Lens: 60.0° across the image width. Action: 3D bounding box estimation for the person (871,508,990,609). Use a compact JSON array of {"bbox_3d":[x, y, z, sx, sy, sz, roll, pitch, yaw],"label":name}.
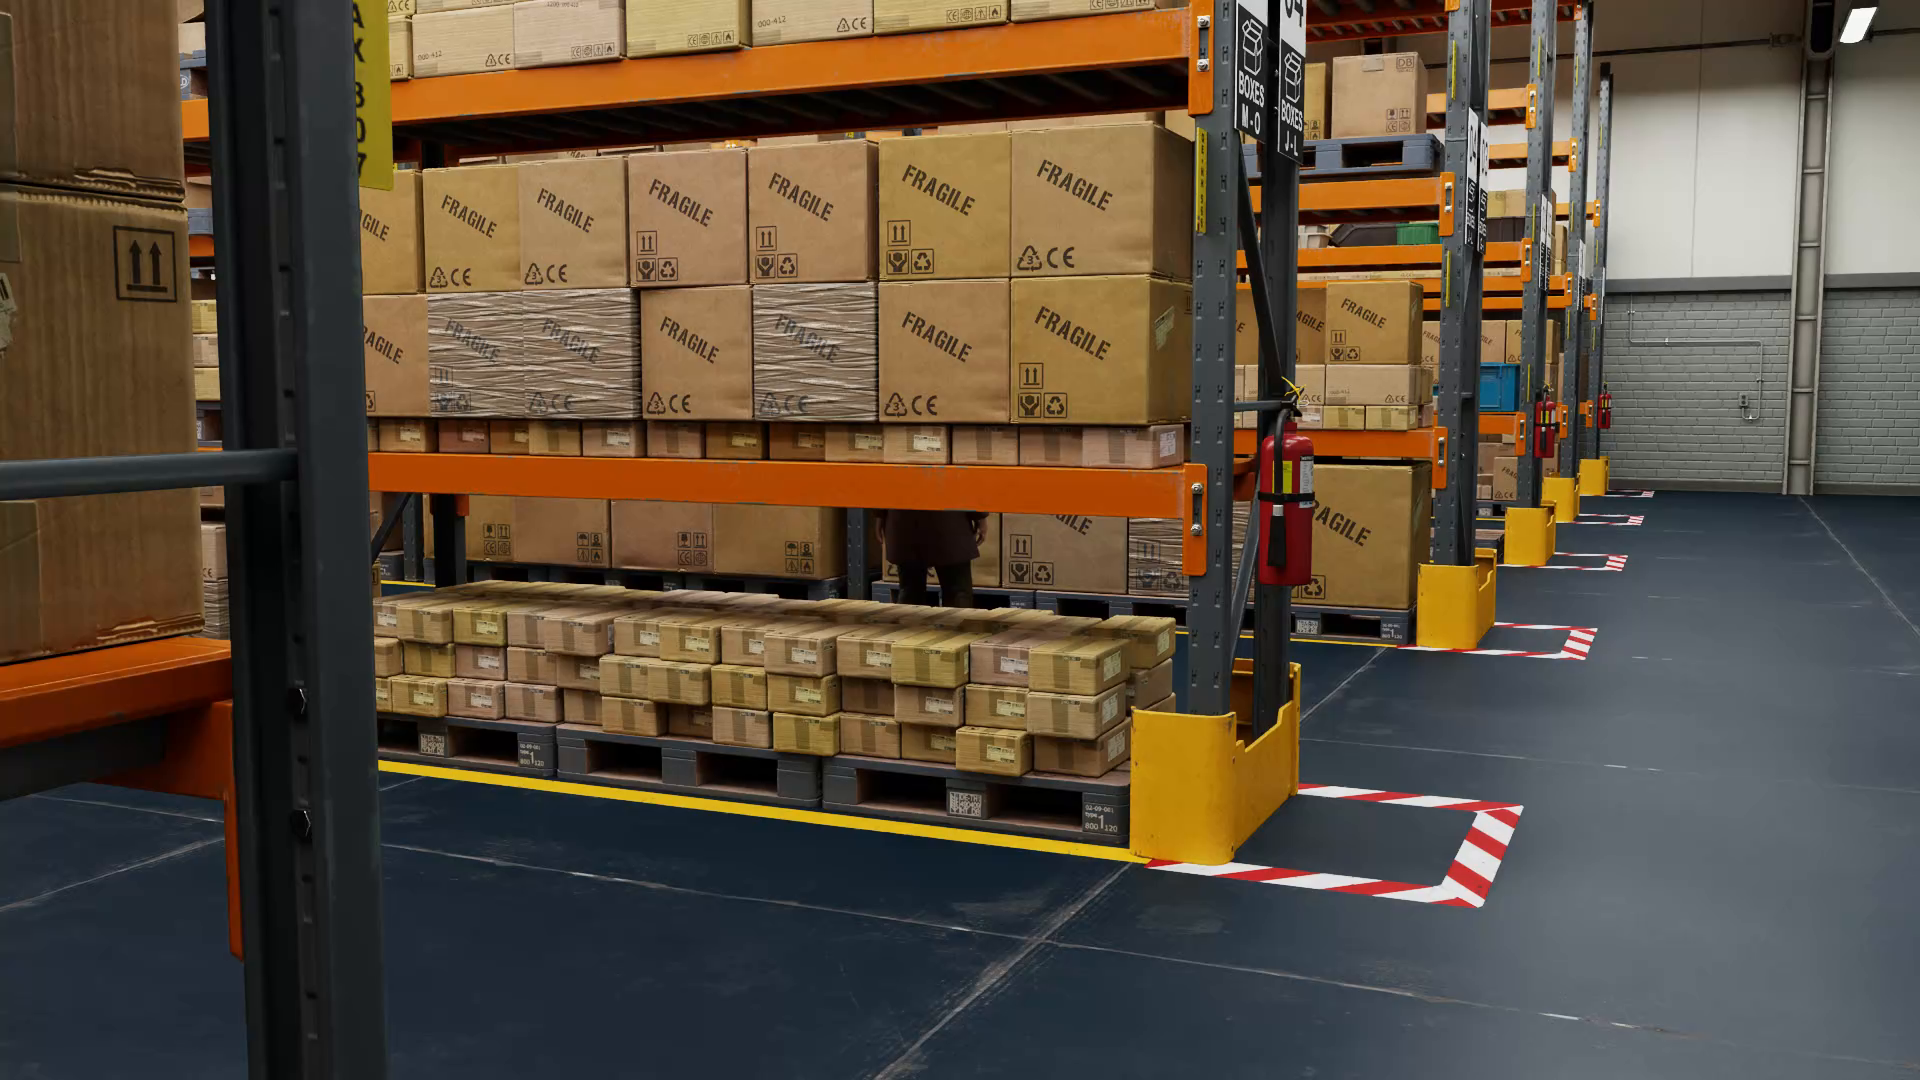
[{"bbox_3d":[-0.163,-0.111,8.637,0.655,1.775,0.420,2,6,21],"label":"person"}]
